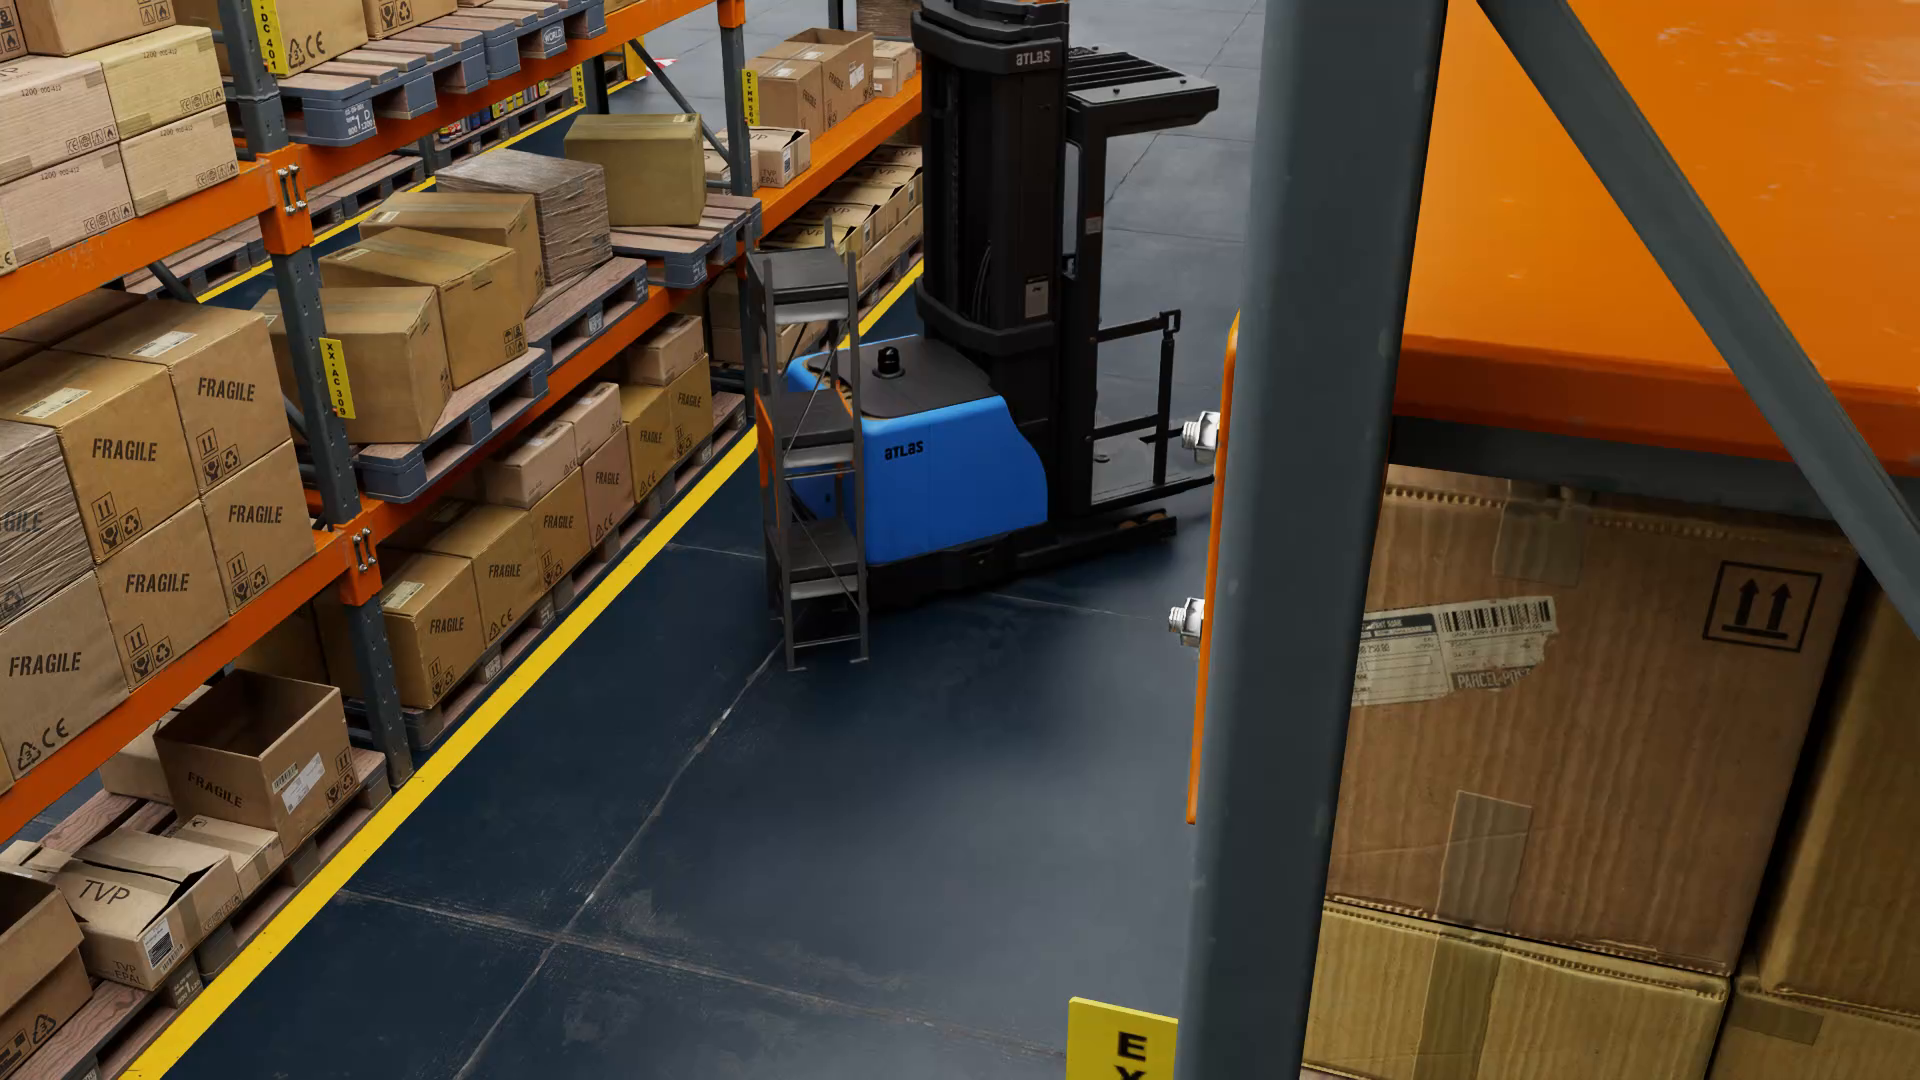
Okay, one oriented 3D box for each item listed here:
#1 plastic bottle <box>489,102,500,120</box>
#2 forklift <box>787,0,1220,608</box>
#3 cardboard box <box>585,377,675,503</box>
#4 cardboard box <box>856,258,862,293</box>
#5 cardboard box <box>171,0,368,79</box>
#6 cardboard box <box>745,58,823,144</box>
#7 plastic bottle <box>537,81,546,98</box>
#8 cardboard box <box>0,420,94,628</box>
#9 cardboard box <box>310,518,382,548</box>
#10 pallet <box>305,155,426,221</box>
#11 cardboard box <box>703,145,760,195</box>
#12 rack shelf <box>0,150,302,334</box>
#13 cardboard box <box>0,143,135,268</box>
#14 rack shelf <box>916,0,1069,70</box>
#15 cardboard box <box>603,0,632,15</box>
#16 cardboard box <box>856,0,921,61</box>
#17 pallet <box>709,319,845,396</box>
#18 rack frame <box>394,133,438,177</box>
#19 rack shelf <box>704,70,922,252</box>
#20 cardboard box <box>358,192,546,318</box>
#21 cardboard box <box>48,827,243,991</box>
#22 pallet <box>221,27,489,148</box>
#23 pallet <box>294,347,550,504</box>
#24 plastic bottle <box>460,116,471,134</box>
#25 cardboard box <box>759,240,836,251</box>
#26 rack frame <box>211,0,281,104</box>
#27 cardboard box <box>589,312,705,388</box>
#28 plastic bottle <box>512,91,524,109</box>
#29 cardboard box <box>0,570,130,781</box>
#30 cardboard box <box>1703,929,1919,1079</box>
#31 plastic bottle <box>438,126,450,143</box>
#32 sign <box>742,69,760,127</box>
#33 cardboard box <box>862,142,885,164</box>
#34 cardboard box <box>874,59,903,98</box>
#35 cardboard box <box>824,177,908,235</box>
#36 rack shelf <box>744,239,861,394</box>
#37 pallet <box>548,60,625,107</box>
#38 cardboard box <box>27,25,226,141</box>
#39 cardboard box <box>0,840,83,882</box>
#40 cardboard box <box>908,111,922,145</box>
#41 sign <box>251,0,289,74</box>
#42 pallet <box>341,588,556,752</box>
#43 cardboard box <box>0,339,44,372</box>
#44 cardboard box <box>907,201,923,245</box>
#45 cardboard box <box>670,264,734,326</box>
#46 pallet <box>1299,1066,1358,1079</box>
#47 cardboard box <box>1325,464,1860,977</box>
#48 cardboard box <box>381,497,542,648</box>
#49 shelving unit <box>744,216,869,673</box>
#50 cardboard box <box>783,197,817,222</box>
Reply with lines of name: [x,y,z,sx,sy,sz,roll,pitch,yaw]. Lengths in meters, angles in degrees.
plastic bottle: [-4.524,-4.221,16.094,0.061,0.283,0.133,10,31,17]
forklift: [0.620,-1.430,8.806,3.031,2.935,1.130,-15,32,-24]
cardboard box: [-1.944,-0.565,9.299,0.500,0.500,0.500,7,30,13]
cardboard box: [-1.013,-1.833,11.857,0.500,0.250,0.500,8,30,14]
cardboard box: [-2.697,-2.120,6.253,0.600,0.600,0.600,6,30,10]
cardboard box: [-1.264,-3.000,11.454,0.500,0.500,0.500,7,30,12]
plastic bottle: [-4.264,-4.632,16.833,0.061,0.283,0.133,9,30,16]
cardboard box: [-3.112,-0.051,5.125,0.500,0.500,0.500,9,30,15]
cardboard box: [-2.891,0.086,8.128,0.500,0.500,0.500,9,30,15]
pallet: [-5.495,-3.152,14.699,1.003,0.211,1.213,8,30,15]
cardboard box: [-1.593,-2.298,10.387,0.500,0.311,0.500,10,31,18]
rack shelf: [-3.502,-0.382,4.506,1.077,0.370,4.000,8,30,15]
cardboard box: [-2.961,-1.065,5.148,0.500,0.250,0.500,8,30,15]
rack shelf: [0.020,-4.648,15.259,1.077,0.370,4.000,8,30,15]
cardboard box: [-2.139,-2.842,8.085,0.910,0.500,0.500,8,30,15]
cardboard box: [-0.443,-4.284,13.762,0.700,0.500,0.500,8,30,14]
pallet: [-1.462,-1.332,11.428,1.003,0.211,1.213,8,30,15]
rack frame: [-5.301,-4.741,14.687,1.000,3.000,0.127,8,30,15]
rack shelf: [-1.154,-2.789,11.918,1.077,0.370,4.000,8,30,15]
cardboard box: [-2.456,-1.372,8.096,0.700,0.500,0.500,1,29,2]
cardboard box: [-3.032,1.322,6.102,0.500,0.311,0.500,8,30,15]
pallet: [-2.657,-1.837,6.574,1.213,0.211,1.003,8,30,15]
pallet: [-2.576,-0.587,7.417,1.003,0.211,1.213,8,30,15]
plastic bottle: [-4.720,-3.983,15.674,0.152,0.276,0.135,10,30,17]
cardboard box: [-1.161,-1.848,11.305,0.500,0.311,0.500,8,30,14]
rack frame: [-2.915,-2.937,5.272,1.000,3.000,0.127,8,30,15]
cardboard box: [-1.804,-1.107,9.501,0.500,0.250,0.500,10,31,17]
plastic bottle: [-4.433,-4.464,16.461,0.144,0.351,0.185,10,31,17]
cardboard box: [-3.115,0.389,5.362,0.500,0.500,0.500,9,30,16]
cardboard box: [1.096,0.472,1.849,0.500,0.250,0.500,10,31,17]
plastic bottle: [-4.789,-3.827,15.398,0.097,0.271,0.097,0,29,0]
sign: [-1.220,-2.572,9.679,0.100,0.325,0.005,8,30,15]
cardboard box: [-0.927,-3.103,13.562,0.500,0.311,0.500,9,30,15]
cardboard box: [-0.650,-3.539,12.665,0.396,0.266,0.258,8,30,14]
cardboard box: [-0.707,-2.556,12.579,0.500,0.311,0.500,8,30,15]
rack shelf: [-0.711,-1.015,7.502,0.431,0.518,0.480,-8,30,-14]
pallet: [-4.348,-4.963,17.954,1.003,0.211,1.213,8,30,15]
cardboard box: [-2.799,-1.514,5.440,0.500,0.250,0.500,8,30,15]
cardboard box: [-3.490,1.299,6.292,0.380,0.166,0.250,8,30,15]
cardboard box: [-0.132,-3.513,14.105,0.500,0.500,0.500,8,30,15]
sign: [-2.394,-1.778,5.743,0.100,0.325,0.005,8,30,15]
pallet: [-2.713,0.520,8.098,1.003,0.211,1.213,8,30,15]
cardboard box: [-3.474,-0.377,5.711,0.500,0.500,0.500,8,30,13]
cardboard box: [-0.562,-2.546,13.137,0.500,0.250,0.500,8,30,14]
cardboard box: [-1.823,-1.679,11.003,0.500,0.311,0.500,9,30,16]
pallet: [0.855,0.631,2.036,1.003,0.211,1.213,8,30,15]
cardboard box: [0.601,0.070,1.802,0.500,0.500,0.500,8,30,15]
cardboard box: [-2.395,0.146,8.021,0.500,0.500,0.500,9,30,16]
shelving unit: [-0.711,-0.415,7.836,0.431,2.100,0.503,-8,30,-14]
cardboard box: [-1.377,-2.389,12.278,0.500,0.311,0.500,9,30,16]
